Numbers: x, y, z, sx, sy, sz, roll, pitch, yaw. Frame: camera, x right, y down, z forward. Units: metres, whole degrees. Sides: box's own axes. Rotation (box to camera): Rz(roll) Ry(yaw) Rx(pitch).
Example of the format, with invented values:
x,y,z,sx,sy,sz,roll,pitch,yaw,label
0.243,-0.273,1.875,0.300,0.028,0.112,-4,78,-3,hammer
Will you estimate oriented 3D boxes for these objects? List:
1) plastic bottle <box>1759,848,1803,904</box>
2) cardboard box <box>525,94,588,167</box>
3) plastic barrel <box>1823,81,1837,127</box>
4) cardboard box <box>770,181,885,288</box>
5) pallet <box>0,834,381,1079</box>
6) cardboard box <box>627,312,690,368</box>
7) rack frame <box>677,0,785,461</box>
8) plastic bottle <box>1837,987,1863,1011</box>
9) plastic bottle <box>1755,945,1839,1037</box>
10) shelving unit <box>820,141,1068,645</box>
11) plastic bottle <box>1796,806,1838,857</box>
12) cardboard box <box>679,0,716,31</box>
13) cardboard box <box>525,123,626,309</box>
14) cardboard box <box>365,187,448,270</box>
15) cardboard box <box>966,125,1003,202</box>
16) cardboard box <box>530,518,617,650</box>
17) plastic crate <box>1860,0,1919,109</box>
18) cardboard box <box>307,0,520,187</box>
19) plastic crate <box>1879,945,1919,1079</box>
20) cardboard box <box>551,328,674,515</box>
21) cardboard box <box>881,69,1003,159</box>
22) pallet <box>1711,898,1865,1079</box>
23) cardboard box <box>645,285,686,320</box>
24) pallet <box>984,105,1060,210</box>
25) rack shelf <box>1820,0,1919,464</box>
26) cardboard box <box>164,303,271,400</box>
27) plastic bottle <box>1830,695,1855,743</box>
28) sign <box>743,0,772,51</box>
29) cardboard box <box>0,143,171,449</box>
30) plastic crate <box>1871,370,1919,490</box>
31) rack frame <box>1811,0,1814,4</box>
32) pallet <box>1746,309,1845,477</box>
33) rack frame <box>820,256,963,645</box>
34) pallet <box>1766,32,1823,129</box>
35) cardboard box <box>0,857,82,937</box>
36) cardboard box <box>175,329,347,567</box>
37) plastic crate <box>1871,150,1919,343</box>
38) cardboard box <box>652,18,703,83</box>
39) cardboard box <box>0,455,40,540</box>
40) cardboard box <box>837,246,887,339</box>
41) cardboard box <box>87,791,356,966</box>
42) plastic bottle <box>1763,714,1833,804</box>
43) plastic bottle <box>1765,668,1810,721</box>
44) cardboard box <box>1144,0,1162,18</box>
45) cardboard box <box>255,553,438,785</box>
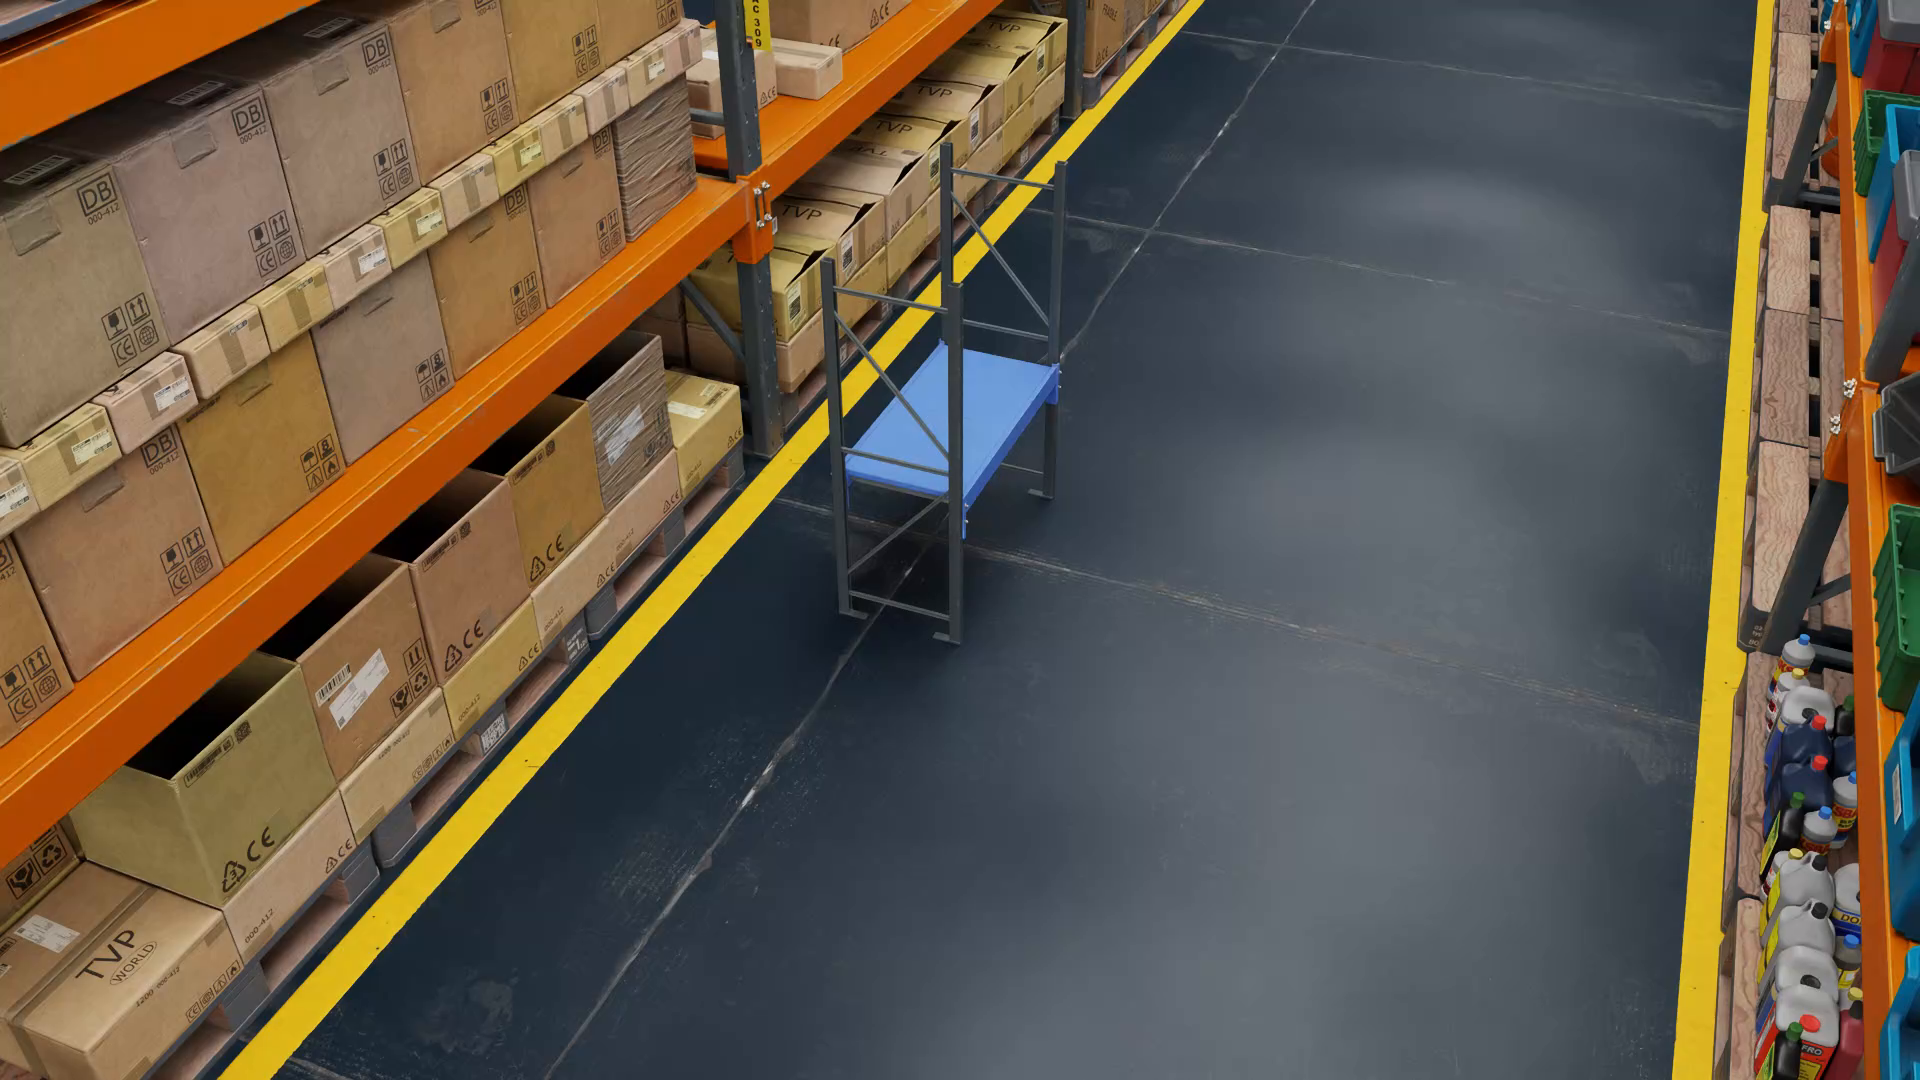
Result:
x,y,z,sx,sy,sz,roll,pitch,yaw,label
2.430,0.989,4.891,0.097,0.201,0.097,0,37,0,plastic bottle
-1.455,-1.367,5.448,0.380,0.149,0.250,14,39,18,cardboard box
5.147,-2.558,9.394,0.421,0.512,0.421,0,37,0,plastic barrel
-0.674,-1.434,7.640,0.500,0.311,0.500,13,39,17,cardboard box
-2.527,1.204,4.962,1.003,0.211,1.213,14,39,18,pallet
-1.367,-1.057,7.604,0.500,0.250,0.500,13,39,17,cardboard box
-1.257,-1.694,6.511,1.000,3.000,0.127,14,39,18,rack frame
2.390,1.287,4.493,0.097,0.201,0.097,0,37,0,plastic bottle
2.268,1.239,4.495,0.152,0.276,0.135,13,39,16,plastic bottle
-0.032,-0.554,6.238,0.538,1.500,1.048,14,39,18,shelving unit
2.538,0.900,4.952,0.097,0.271,0.097,0,37,0,plastic bottle
-1.092,-2.169,7.259,0.396,0.266,0.258,13,39,17,cardboard box
-1.615,-1.194,5.758,0.700,0.500,0.500,13,39,17,cardboard box
-1.745,-0.944,4.883,0.380,0.149,0.250,15,39,19,cardboard box
-0.097,-2.065,8.953,0.500,0.250,0.500,15,39,19,cardboard box
-1.607,0.100,6.056,0.500,0.250,0.500,14,39,18,cardboard box
3.947,-1.979,6.839,0.402,0.464,0.583,14,39,18,plastic crate
-1.802,-1.450,5.017,0.700,0.500,0.500,14,39,18,cardboard box
1.967,1.007,3.022,0.499,0.251,0.408,14,39,18,plastic crate
-1.432,-0.481,6.207,0.500,0.500,0.500,14,39,18,cardboard box
-0.093,-2.286,8.781,0.500,0.311,0.500,14,39,17,cardboard box
2.566,1.593,4.442,1.003,0.211,1.213,14,39,18,pallet
-1.368,-1.275,7.428,0.500,0.311,0.500,14,39,18,cardboard box
-0.084,-2.345,9.711,1.003,0.211,1.213,14,39,18,pallet
4.083,-1.383,6.696,1.077,0.370,4.000,14,39,18,rack shelf
-2.039,-0.520,4.314,0.380,0.149,0.250,13,39,16,cardboard box
2.797,0.634,5.298,0.061,0.283,0.133,14,39,18,plastic bottle
-0.743,-1.947,6.060,0.100,0.325,0.005,14,39,18,sign
-2.374,-0.617,3.902,0.700,0.500,0.500,13,39,17,cardboard box
3.006,-0.278,4.668,0.767,0.338,0.504,14,39,18,plastic crate
6.366,-4.993,10.925,1.000,3.000,0.127,14,39,18,rack frame
4.048,-0.568,7.334,1.003,0.211,1.213,14,39,18,pallet
-0.226,-0.272,5.861,0.500,1.500,0.032,14,39,18,rack frame
5.571,-2.781,10.294,1.003,0.211,1.213,14,39,18,pallet
-2.848,1.089,4.733,0.500,0.250,0.500,14,39,18,cardboard box
-2.200,-0.341,4.617,0.700,0.500,0.500,14,39,18,cardboard box
3.224,-0.927,5.432,0.402,0.464,0.583,14,39,18,plastic crate
-1.162,-1.795,6.020,0.380,0.149,0.250,14,39,18,cardboard box
-2.333,-0.094,3.746,0.380,0.149,0.250,13,39,17,cardboard box
-0.679,-1.211,7.810,0.500,0.250,0.500,15,39,19,cardboard box
-2.182,0.930,4.947,0.500,0.250,0.500,14,39,18,cardboard box
2.632,0.673,5.189,0.144,0.351,0.185,15,39,19,plastic bottle
2.757,0.514,5.527,0.097,0.201,0.097,0,37,0,plastic bottle
1.092,-3.839,11.100,0.500,0.500,0.500,13,39,17,cardboard box
-2.002,0.350,5.096,0.500,0.500,0.500,14,39,18,cardboard box
